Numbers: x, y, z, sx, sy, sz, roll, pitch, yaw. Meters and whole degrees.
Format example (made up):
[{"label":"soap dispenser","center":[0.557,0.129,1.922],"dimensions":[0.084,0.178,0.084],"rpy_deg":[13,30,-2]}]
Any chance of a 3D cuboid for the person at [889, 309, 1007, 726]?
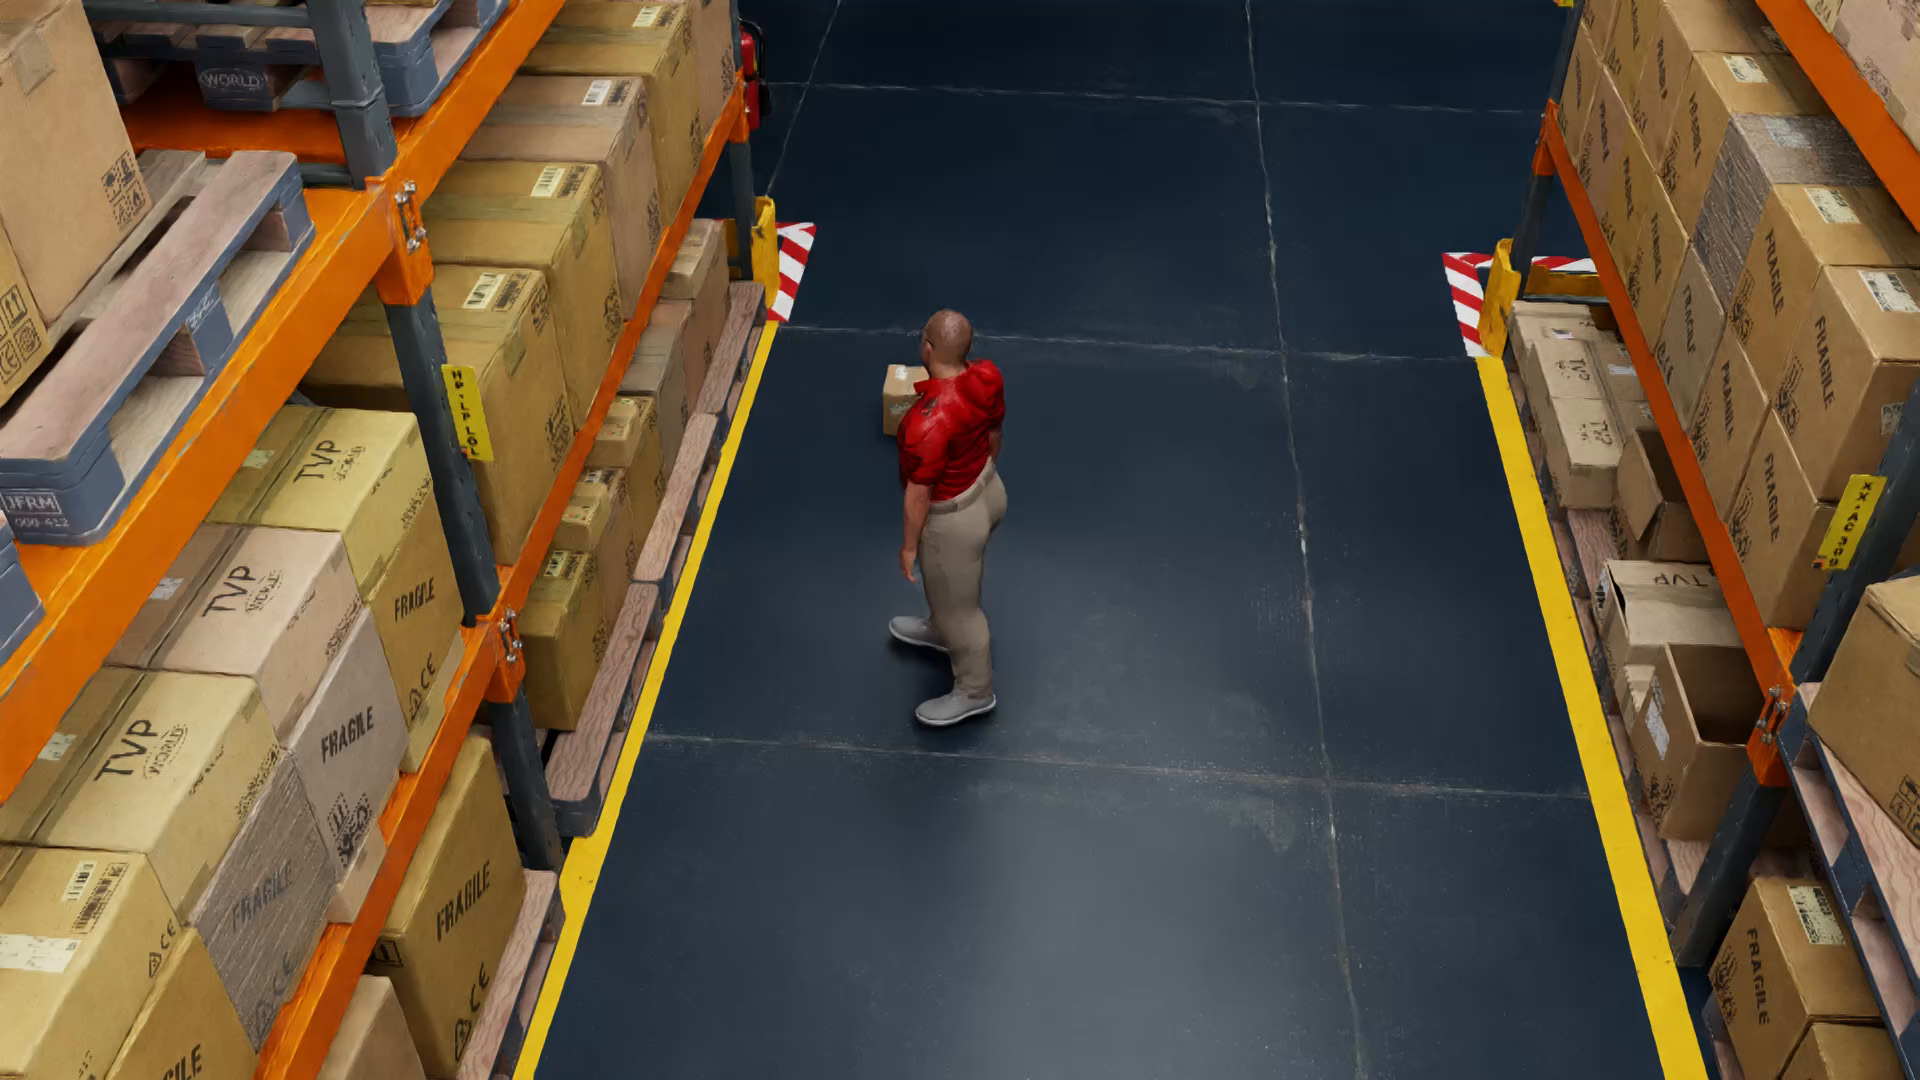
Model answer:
[{"label":"person","center":[-0.073,-0.135,6.296],"dimensions":[0.585,1.724,0.652],"rpy_deg":[16,42,19]}]
